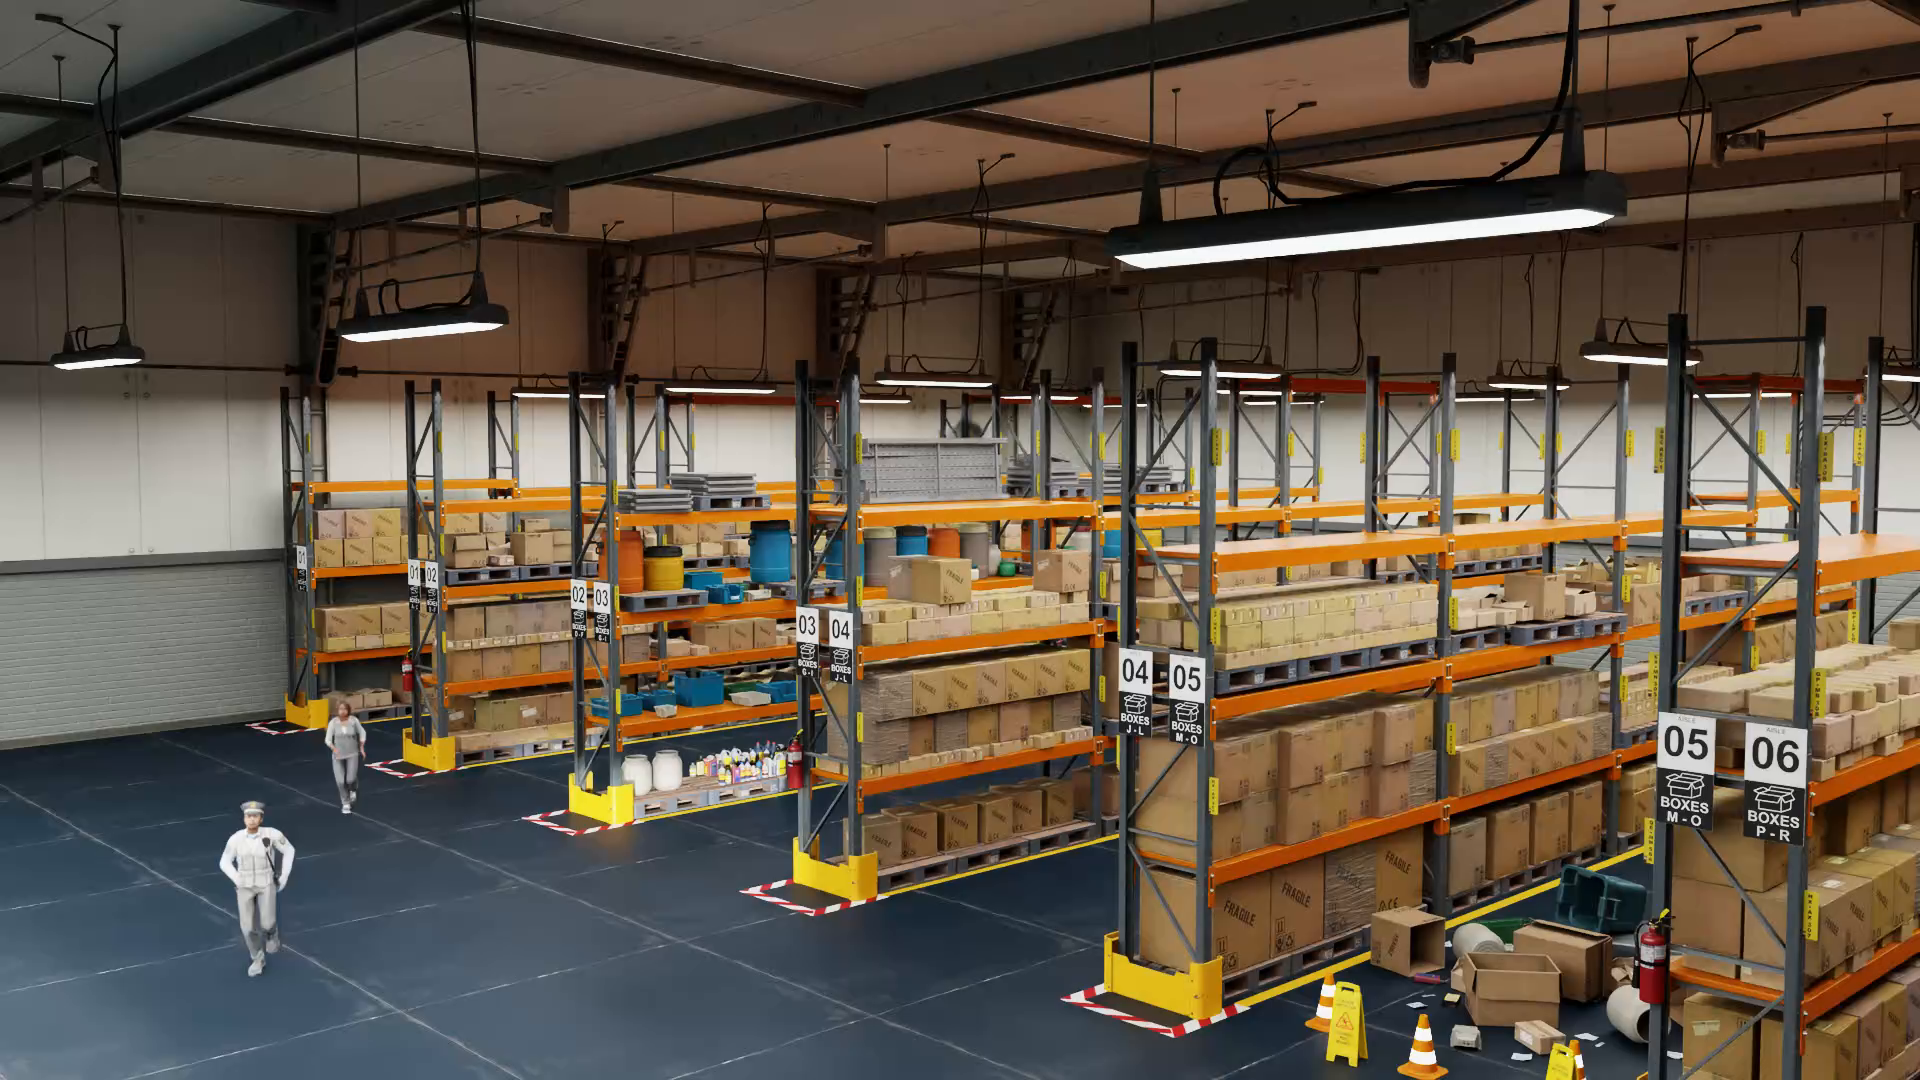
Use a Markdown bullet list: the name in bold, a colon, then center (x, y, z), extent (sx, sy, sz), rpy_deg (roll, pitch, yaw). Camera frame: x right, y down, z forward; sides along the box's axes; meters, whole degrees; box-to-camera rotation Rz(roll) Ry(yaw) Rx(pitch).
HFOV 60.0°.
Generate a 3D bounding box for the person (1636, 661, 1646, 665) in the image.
- **person**: center (10.571, 2.698, 25.746), extent (0.766, 1.665, 0.589), rpy_deg (-4, 5, -44)

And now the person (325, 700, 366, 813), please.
- **person**: center (-8.341, 2.950, 22.582), extent (0.523, 1.554, 0.572), rpy_deg (-1, 4, -18)

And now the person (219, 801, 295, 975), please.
- **person**: center (-6.738, 3.322, 15.933), extent (0.658, 1.661, 0.561), rpy_deg (-1, 4, -16)

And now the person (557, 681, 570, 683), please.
- **person**: center (-6.982, 2.419, 29.319), extent (0.707, 1.754, 0.777), rpy_deg (3, 5, 43)
